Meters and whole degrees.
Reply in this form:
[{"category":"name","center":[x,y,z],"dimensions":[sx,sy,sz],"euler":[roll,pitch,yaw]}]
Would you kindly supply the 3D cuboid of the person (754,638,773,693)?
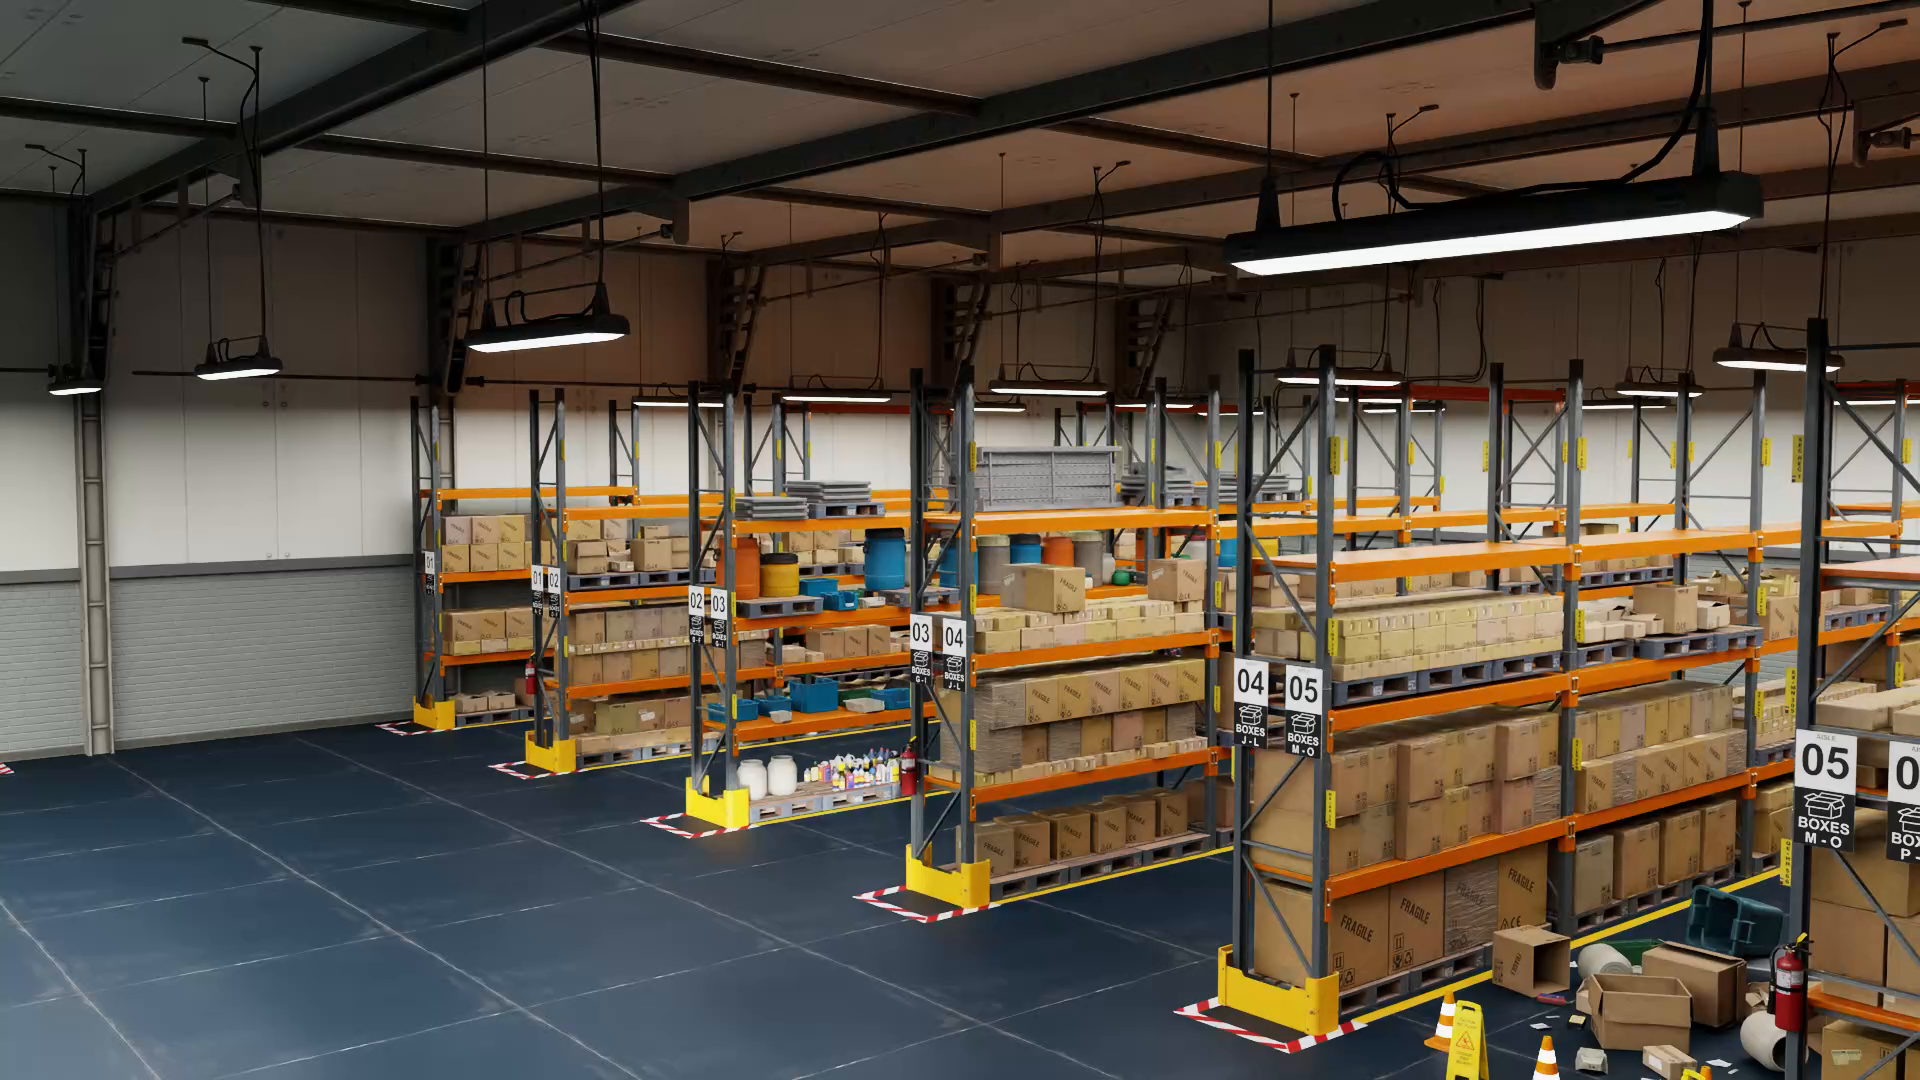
[{"category":"person","center":[-3.697,2.495,31.075],"dimensions":[0.518,1.681,0.333],"euler":[-2,4,-32]}]
